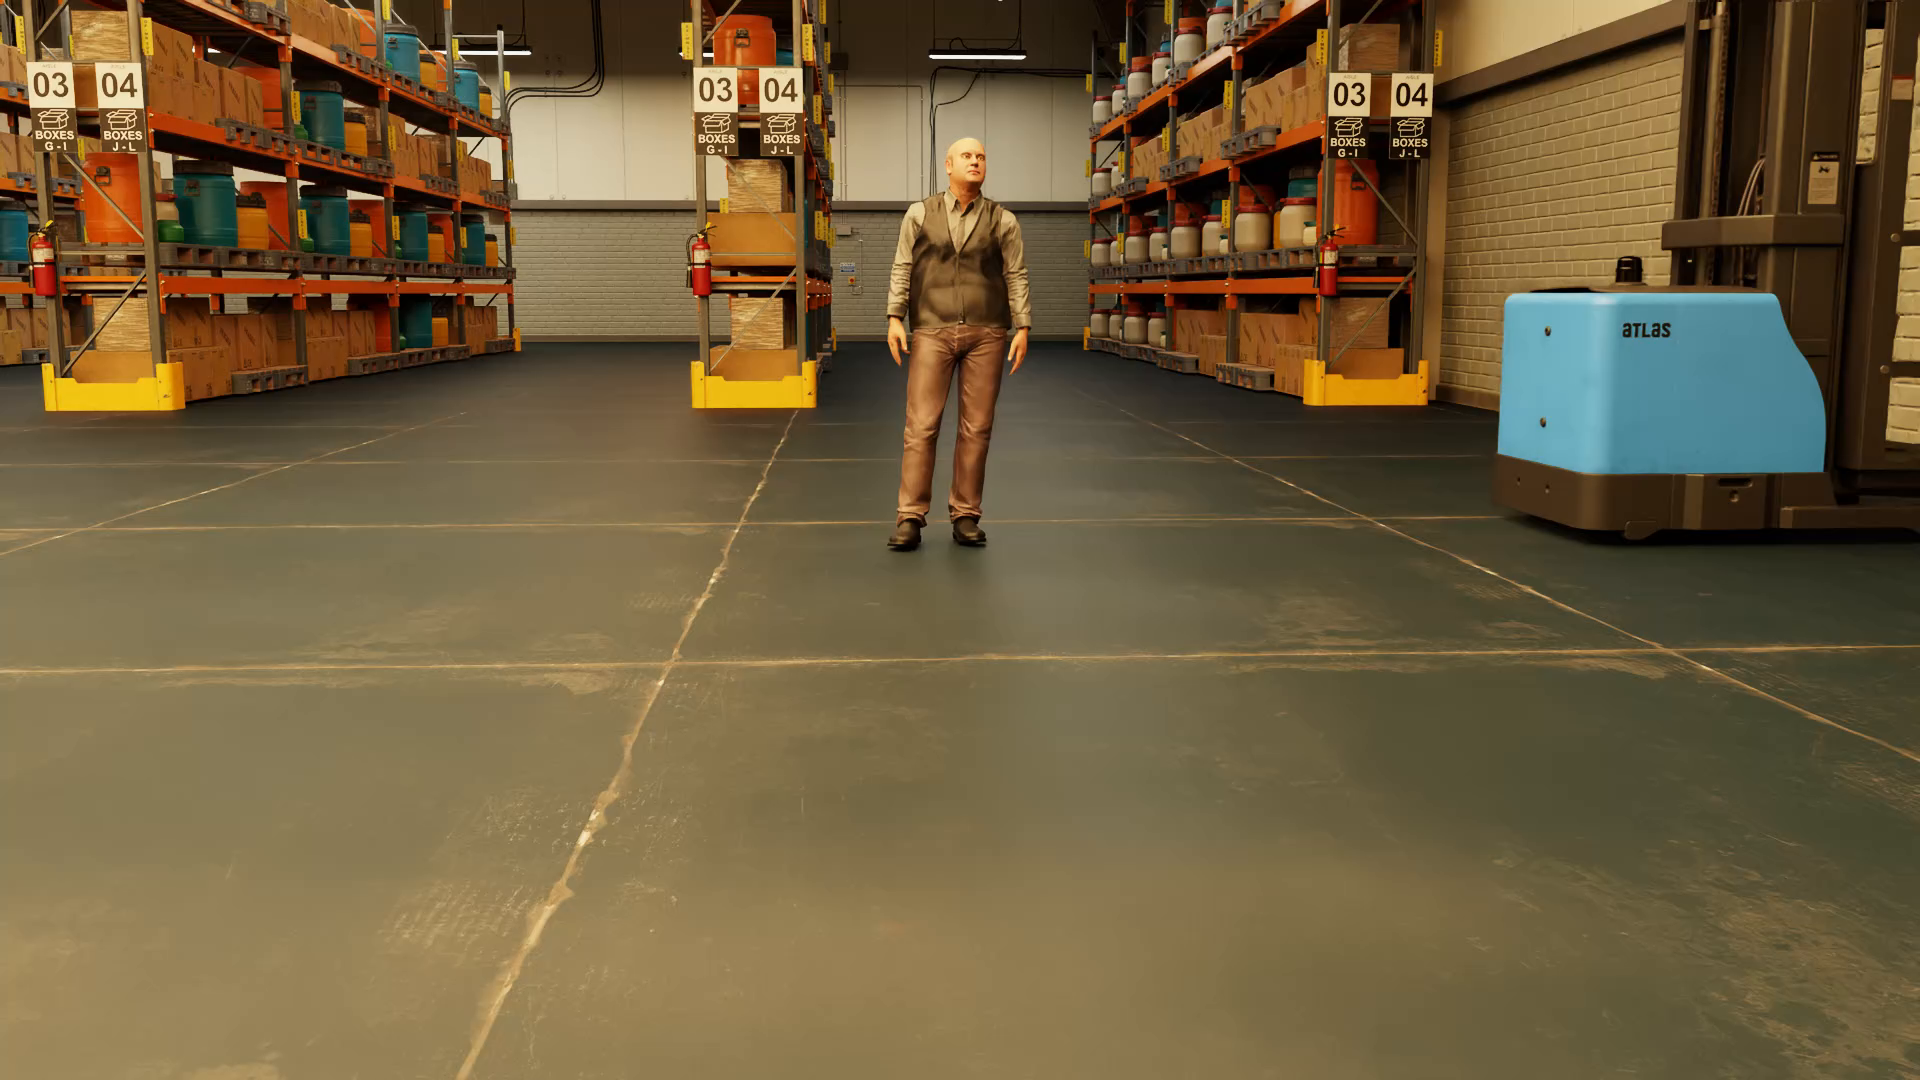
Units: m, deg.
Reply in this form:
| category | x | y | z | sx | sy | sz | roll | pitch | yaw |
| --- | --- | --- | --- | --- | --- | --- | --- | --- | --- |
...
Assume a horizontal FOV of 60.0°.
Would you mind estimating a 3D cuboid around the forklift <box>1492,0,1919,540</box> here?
| category | x | y | z | sx | sy | sz | roll | pitch | yaw |
| --- | --- | --- | --- | --- | --- | --- | --- | --- | --- |
| forklift | 4.115 | -1.513 | 7.523 | 3.031 | 2.935 | 1.130 | -1 | 8 | -5 |

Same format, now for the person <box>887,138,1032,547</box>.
| category | x | y | z | sx | sy | sz | roll | pitch | yaw |
| --- | --- | --- | --- | --- | --- | --- | --- | --- | --- |
| person | -0.003 | -0.849 | 7.120 | 0.633 | 1.722 | 0.566 | -1 | 8 | -4 |
